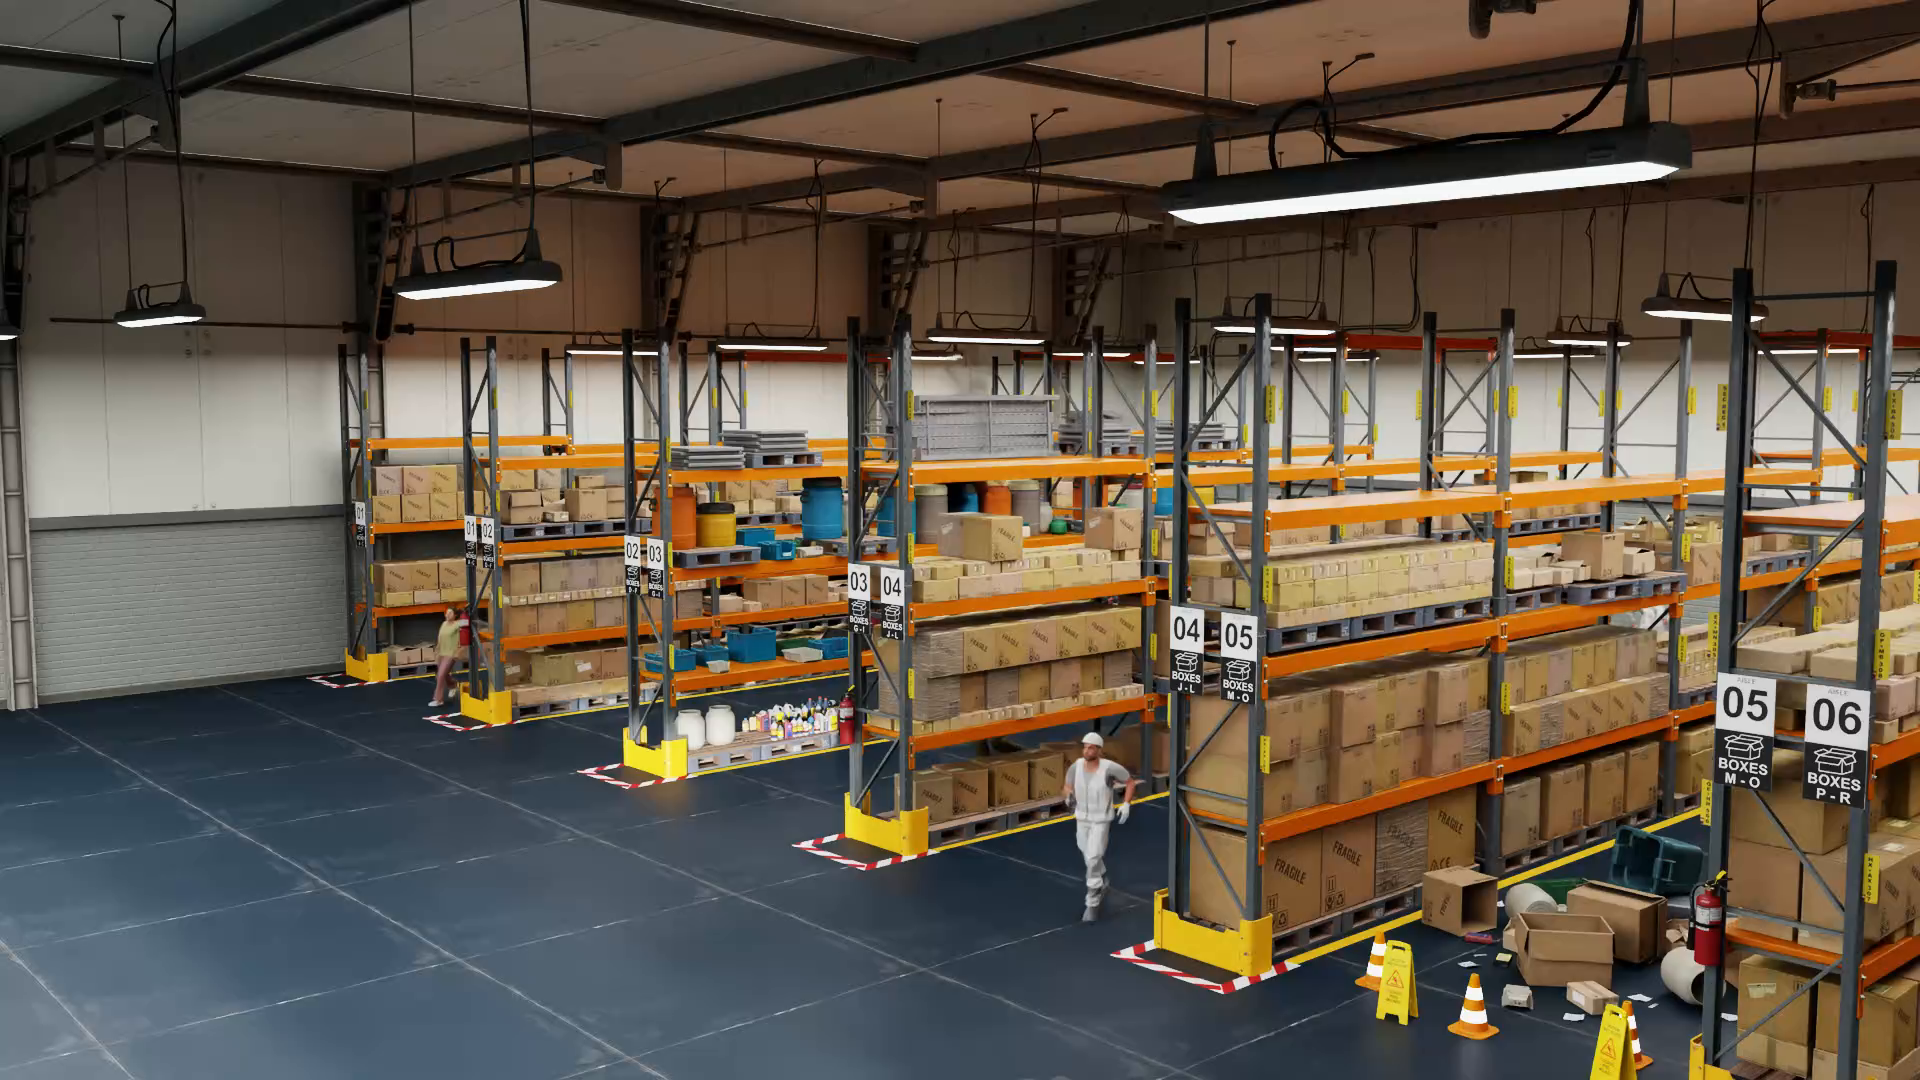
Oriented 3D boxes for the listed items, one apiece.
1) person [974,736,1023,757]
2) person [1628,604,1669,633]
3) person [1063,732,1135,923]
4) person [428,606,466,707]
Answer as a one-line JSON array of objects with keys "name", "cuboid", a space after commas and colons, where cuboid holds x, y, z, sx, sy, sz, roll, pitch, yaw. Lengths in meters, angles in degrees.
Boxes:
[{"name": "person", "cuboid": [0.478, 2.308, 22.238, 0.813, 1.733, 0.715, -5, 7, -44]}, {"name": "person", "cuboid": [12.229, 1.669, 29.406, 0.696, 1.811, 0.747, 0, 5, -3]}, {"name": "person", "cuboid": [1.339, 2.811, 16.436, 0.681, 1.857, 0.785, 4, 6, 35]}, {"name": "person", "cuboid": [-8.360, 1.892, 27.375, 0.622, 1.638, 0.776, 2, 6, 25]}]
